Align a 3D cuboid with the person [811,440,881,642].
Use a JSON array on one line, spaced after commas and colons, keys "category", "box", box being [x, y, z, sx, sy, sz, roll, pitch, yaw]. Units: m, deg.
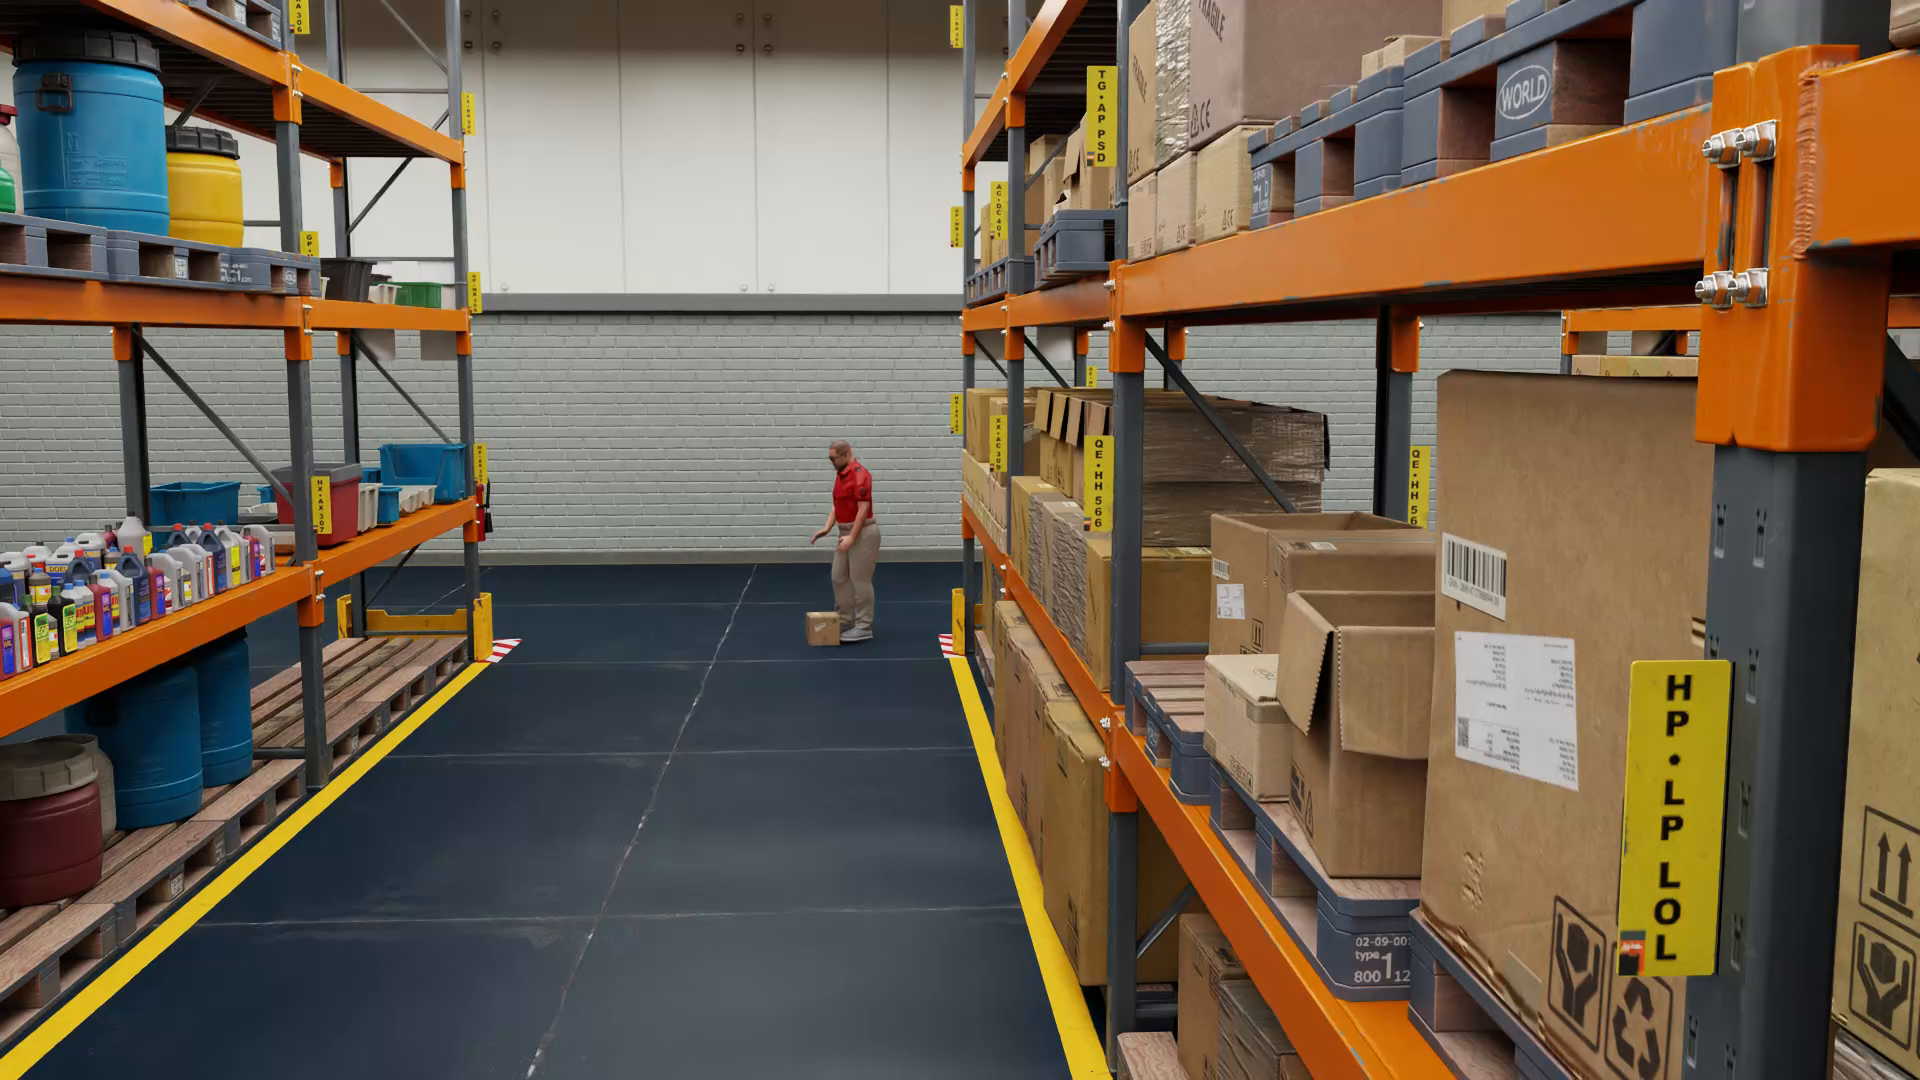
[{"category": "person", "box": [-0.972, 0.020, 14.255, 0.536, 1.762, 0.580, -3, 8, -26]}]
